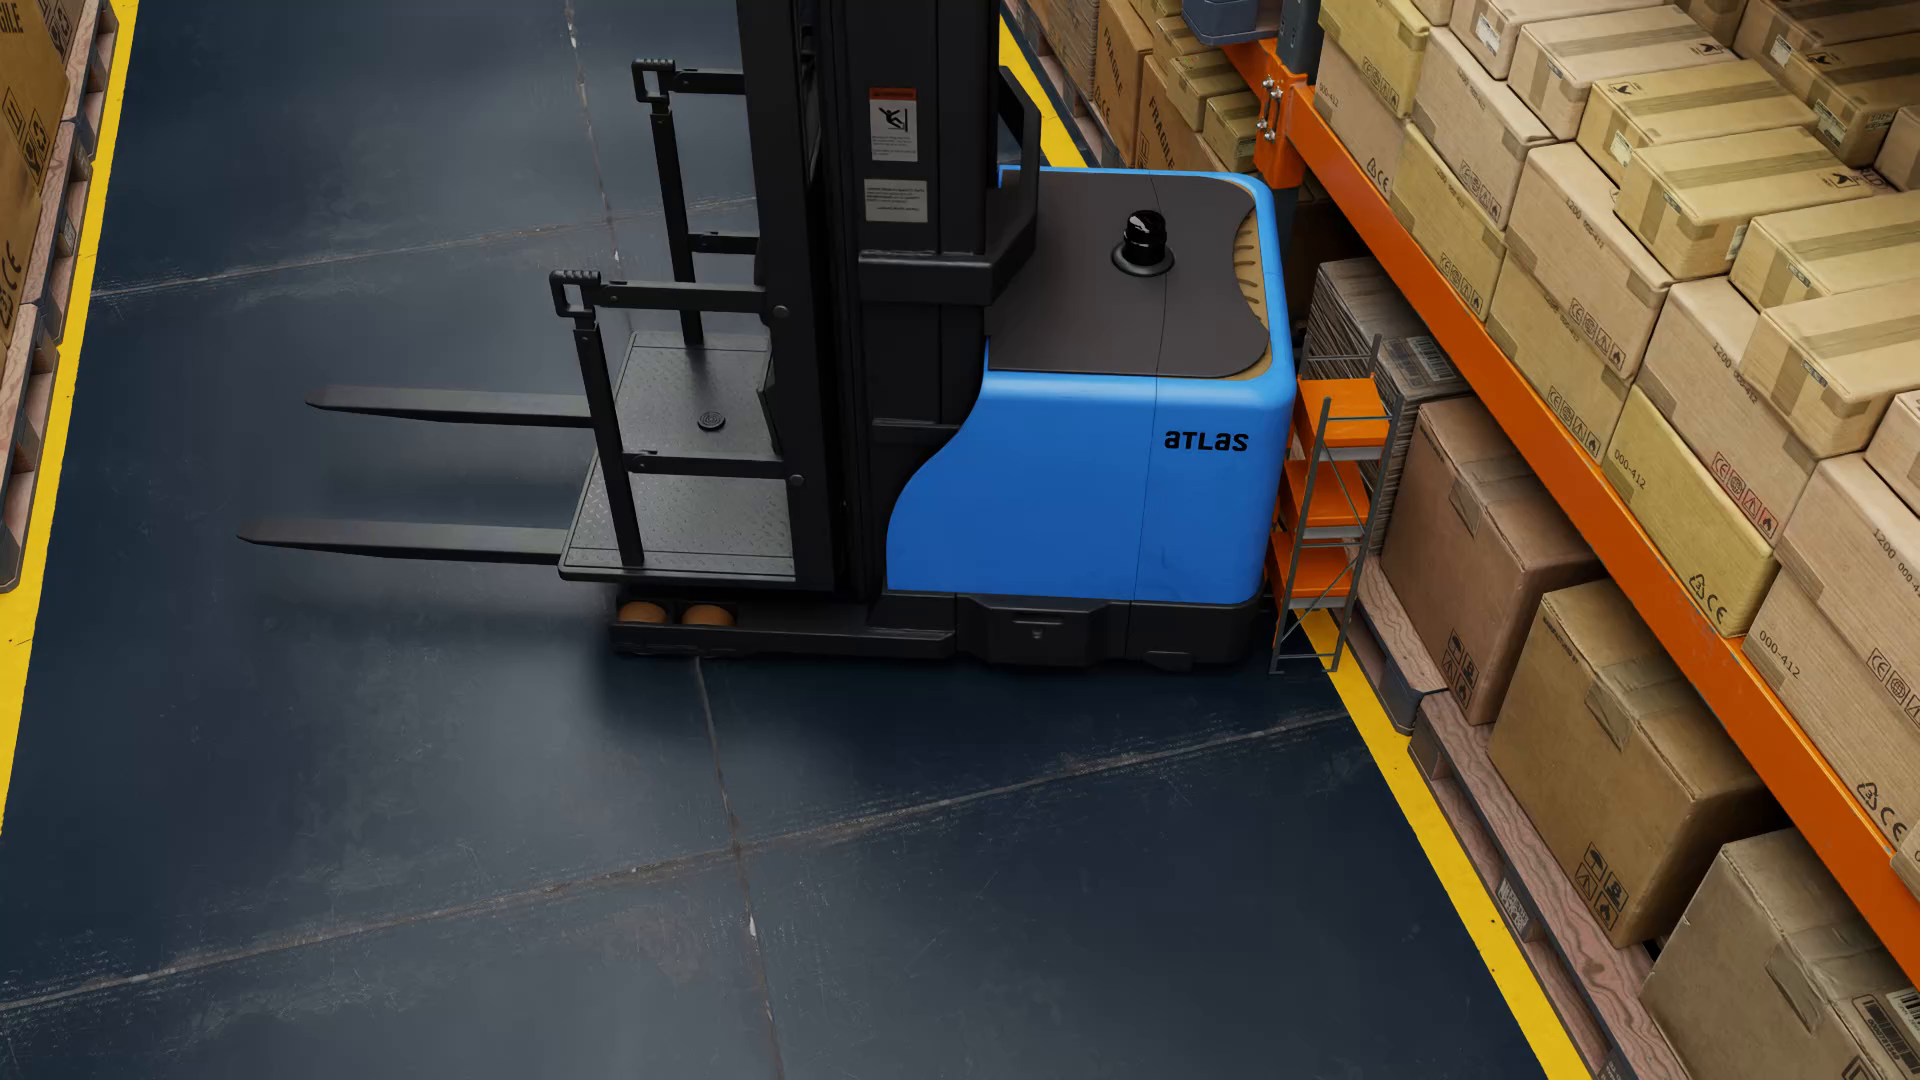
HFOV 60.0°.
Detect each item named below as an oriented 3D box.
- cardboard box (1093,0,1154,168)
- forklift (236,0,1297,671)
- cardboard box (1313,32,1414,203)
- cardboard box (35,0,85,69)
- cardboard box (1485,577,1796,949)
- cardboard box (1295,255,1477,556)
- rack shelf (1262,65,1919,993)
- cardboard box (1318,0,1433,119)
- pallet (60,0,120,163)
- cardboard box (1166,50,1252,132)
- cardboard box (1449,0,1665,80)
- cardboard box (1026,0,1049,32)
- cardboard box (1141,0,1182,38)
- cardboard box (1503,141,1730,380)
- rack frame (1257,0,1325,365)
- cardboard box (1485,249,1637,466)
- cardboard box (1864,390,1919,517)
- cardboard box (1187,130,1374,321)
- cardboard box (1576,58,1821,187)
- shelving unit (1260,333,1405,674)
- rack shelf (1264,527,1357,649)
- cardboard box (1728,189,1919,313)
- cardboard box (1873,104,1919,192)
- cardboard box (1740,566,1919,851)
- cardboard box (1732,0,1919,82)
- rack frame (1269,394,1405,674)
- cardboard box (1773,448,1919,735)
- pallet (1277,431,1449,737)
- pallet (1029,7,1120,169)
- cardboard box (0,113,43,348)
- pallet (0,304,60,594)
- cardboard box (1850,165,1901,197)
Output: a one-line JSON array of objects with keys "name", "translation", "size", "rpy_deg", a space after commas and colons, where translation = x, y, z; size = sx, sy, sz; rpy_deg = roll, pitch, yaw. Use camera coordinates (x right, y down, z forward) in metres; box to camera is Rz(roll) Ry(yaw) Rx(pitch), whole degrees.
[{"name": "cardboard box", "translation": [0.830, -1.802, 6.372], "size": [0.500, 0.500, 0.500], "rpy_deg": [-9, 46, -9]}, {"name": "forklift", "translation": [-0.625, -1.053, 4.230], "size": [3.031, 2.935, 1.130], "rpy_deg": [2, 46, 2]}, {"name": "cardboard box", "translation": [1.278, -1.165, 4.397], "size": [0.500, 0.250, 0.500], "rpy_deg": [-11, 47, -10]}, {"name": "cardboard box", "translation": [-4.184, -2.410, 6.706], "size": [0.875, 0.875, 0.875], "rpy_deg": [-9, 46, -9]}, {"name": "cardboard box", "translation": [1.895, 0.463, 4.065], "size": [0.875, 0.625, 0.625], "rpy_deg": [-12, 47, -12]}, {"name": "cardboard box", "translation": [1.548, -0.452, 4.961], "size": [0.875, 0.625, 0.625], "rpy_deg": [-9, 46, -9]}, {"name": "rack shelf", "translation": [1.913, 0.064, 3.591], "size": [1.077, 0.370, 4.000], "rpy_deg": [-11, 47, -10]}, {"name": "cardboard box", "translation": [1.254, -1.336, 4.214], "size": [0.500, 0.250, 0.500], "rpy_deg": [-11, 47, -10]}, {"name": "pallet", "translation": [-4.150, -1.926, 6.989], "size": [1.003, 0.211, 1.213], "rpy_deg": [-11, 47, -10]}, {"name": "cardboard box", "translation": [0.930, -1.546, 5.666], "size": [0.380, 0.149, 0.250], "rpy_deg": [-13, 47, -12]}, {"name": "cardboard box", "translation": [1.358, -1.200, 3.802], "size": [0.380, 0.149, 0.250], "rpy_deg": [-10, 46, -9]}, {"name": "cardboard box", "translation": [0.553, -2.516, 7.072], "size": [0.500, 0.500, 0.500], "rpy_deg": [-12, 47, -11]}, {"name": "cardboard box", "translation": [0.882, -1.926, 6.039], "size": [0.380, 0.149, 0.250], "rpy_deg": [-9, 46, -9]}, {"name": "cardboard box", "translation": [1.522, -0.630, 3.522], "size": [0.500, 0.250, 0.500], "rpy_deg": [-12, 47, -11]}, {"name": "rack frame", "translation": [1.401, -1.569, 4.687], "size": [1.000, 3.000, 0.127], "rpy_deg": [-11, 47, -10]}, {"name": "cardboard box", "translation": [1.541, -0.463, 3.708], "size": [0.500, 0.250, 0.500], "rpy_deg": [-12, 47, -12]}, {"name": "cardboard box", "translation": [1.767, -0.141, 2.764], "size": [0.380, 0.149, 0.250], "rpy_deg": [-10, 46, -10]}, {"name": "cardboard box", "translation": [1.085, -1.094, 5.678], "size": [0.500, 0.500, 0.500], "rpy_deg": [-9, 46, -9]}, {"name": "cardboard box", "translation": [1.530, -0.854, 3.463], "size": [0.380, 0.149, 0.250], "rpy_deg": [-10, 46, -10]}, {"name": "shelving unit", "translation": [0.997, -0.071, 4.580], "size": [0.215, 1.050, 0.252], "rpy_deg": [-2, 45, -2]}, {"name": "rack shelf", "translation": [0.997, 0.133, 4.783], "size": [0.215, 0.259, 0.240], "rpy_deg": [-2, 45, -2]}, {"name": "cardboard box", "translation": [1.699, -0.506, 3.122], "size": [0.380, 0.149, 0.250], "rpy_deg": [-11, 47, -10]}, {"name": "cardboard box", "translation": [2.129, -0.785, 3.395], "size": [0.380, 0.149, 0.250], "rpy_deg": [-11, 47, -11]}, {"name": "cardboard box", "translation": [1.812, 0.251, 3.009], "size": [0.500, 0.250, 0.500], "rpy_deg": [-10, 47, -10]}, {"name": "cardboard box", "translation": [1.993, -1.137, 3.739], "size": [0.380, 0.149, 0.250], "rpy_deg": [-12, 47, -11]}, {"name": "rack frame", "translation": [1.003, 0.015, 4.493], "size": [0.200, 1.050, 0.008], "rpy_deg": [-2, 45, -2]}, {"name": "cardboard box", "translation": [1.788, 0.070, 2.836], "size": [0.500, 0.250, 0.500], "rpy_deg": [-10, 46, -10]}, {"name": "pallet", "translation": [1.574, -0.017, 5.119], "size": [1.003, 0.211, 1.213], "rpy_deg": [-11, 47, -10]}, {"name": "pallet", "translation": [0.938, -1.956, 7.019], "size": [1.003, 0.211, 1.213], "rpy_deg": [-11, 47, -10]}, {"name": "cardboard box", "translation": [-3.717, -1.171, 5.491], "size": [0.875, 0.875, 0.875], "rpy_deg": [-10, 46, -10]}, {"name": "pallet", "translation": [-3.525, -0.241, 5.338], "size": [1.003, 0.211, 1.213], "rpy_deg": [-11, 47, -10]}, {"name": "cardboard box", "translation": [2.043, -0.733, 3.623], "size": [0.500, 0.250, 0.500], "rpy_deg": [-11, 47, -11]}]
